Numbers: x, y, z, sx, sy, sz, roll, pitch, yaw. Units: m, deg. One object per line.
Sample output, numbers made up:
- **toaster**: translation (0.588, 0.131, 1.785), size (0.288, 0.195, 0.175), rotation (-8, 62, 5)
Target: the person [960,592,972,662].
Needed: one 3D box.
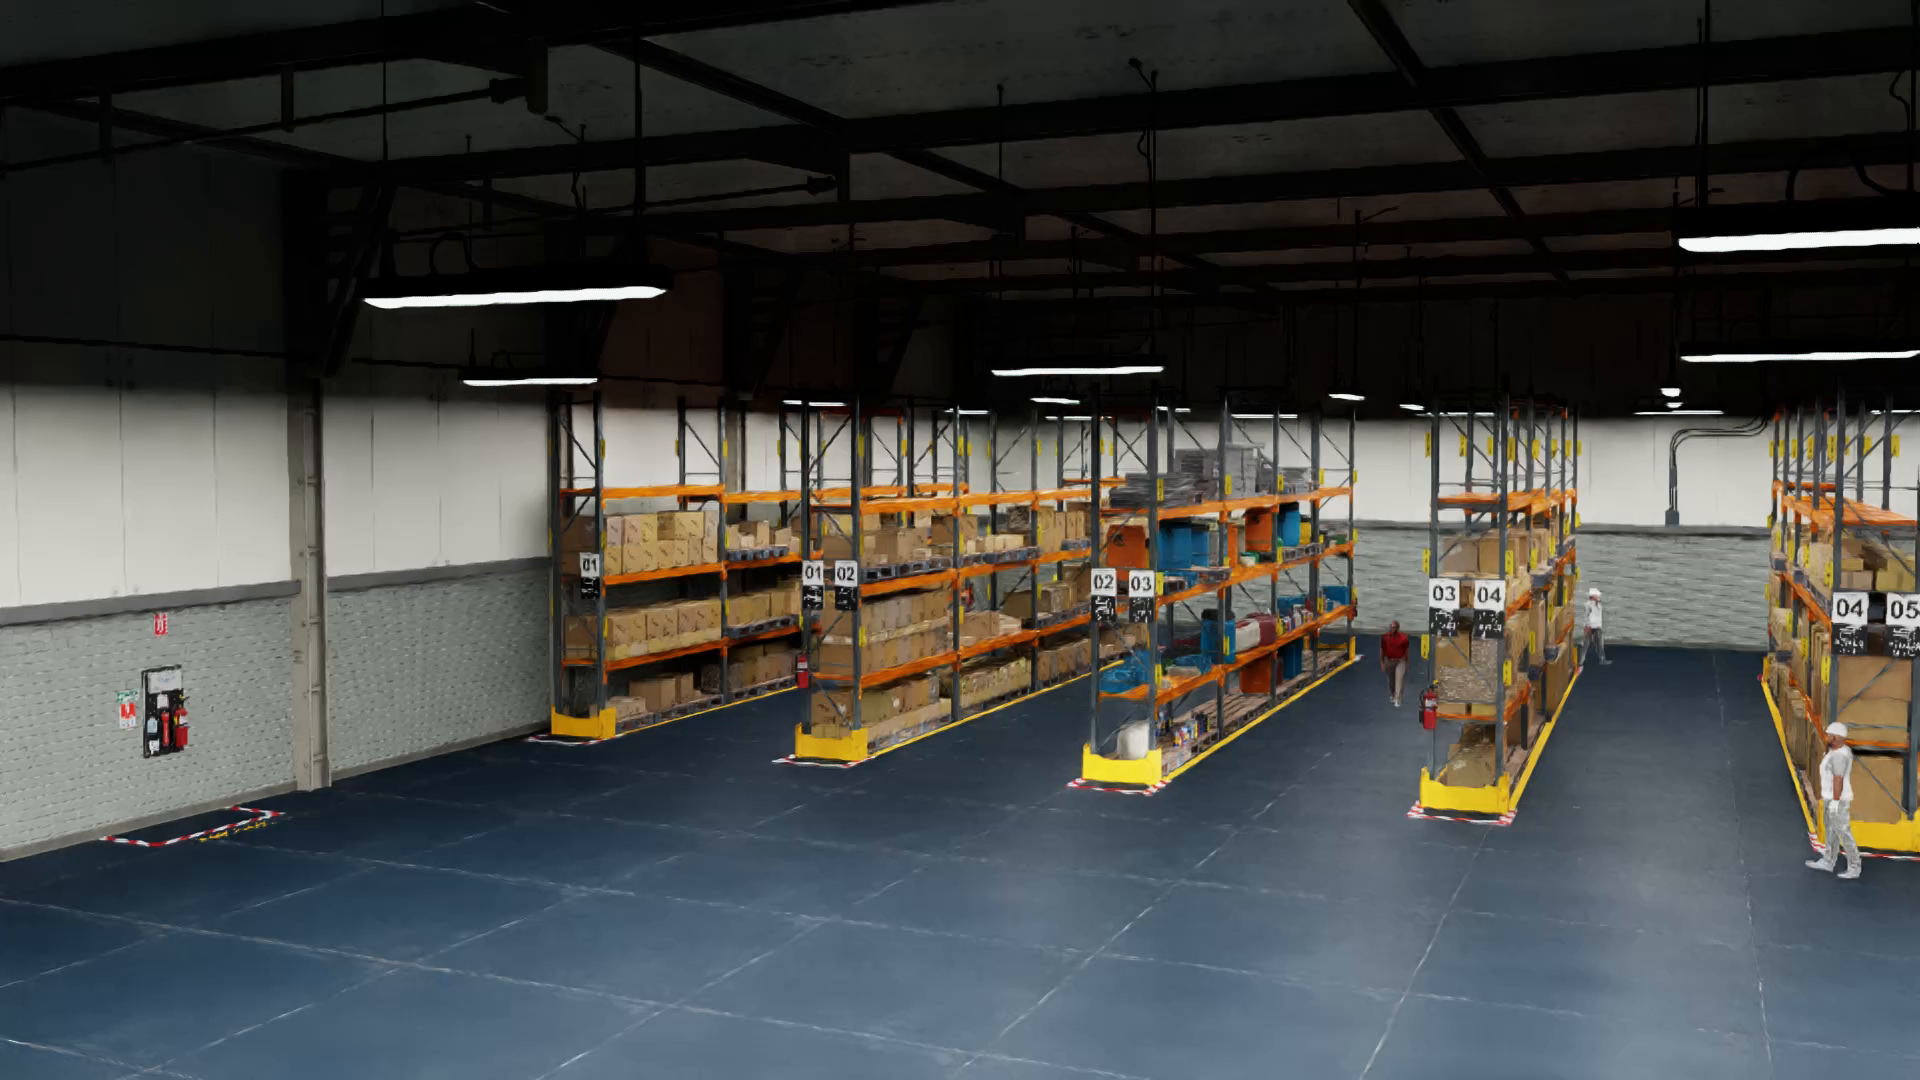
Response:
- **person**: translation (0.154, 2.109, 36.952), size (0.520, 1.675, 0.656), rotation (0, 3, -6)

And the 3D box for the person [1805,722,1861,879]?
- **person**: translation (10.286, 3.029, 19.554), size (0.587, 1.787, 0.733), rotation (2, 4, 28)

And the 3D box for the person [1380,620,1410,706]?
- **person**: translation (8.444, 2.375, 32.359), size (0.542, 1.645, 1.126), rotation (2, 4, 26)

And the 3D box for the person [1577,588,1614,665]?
- **person**: translation (14.633, 1.989, 38.351), size (0.737, 1.765, 0.560), rotation (-2, 4, -31)
